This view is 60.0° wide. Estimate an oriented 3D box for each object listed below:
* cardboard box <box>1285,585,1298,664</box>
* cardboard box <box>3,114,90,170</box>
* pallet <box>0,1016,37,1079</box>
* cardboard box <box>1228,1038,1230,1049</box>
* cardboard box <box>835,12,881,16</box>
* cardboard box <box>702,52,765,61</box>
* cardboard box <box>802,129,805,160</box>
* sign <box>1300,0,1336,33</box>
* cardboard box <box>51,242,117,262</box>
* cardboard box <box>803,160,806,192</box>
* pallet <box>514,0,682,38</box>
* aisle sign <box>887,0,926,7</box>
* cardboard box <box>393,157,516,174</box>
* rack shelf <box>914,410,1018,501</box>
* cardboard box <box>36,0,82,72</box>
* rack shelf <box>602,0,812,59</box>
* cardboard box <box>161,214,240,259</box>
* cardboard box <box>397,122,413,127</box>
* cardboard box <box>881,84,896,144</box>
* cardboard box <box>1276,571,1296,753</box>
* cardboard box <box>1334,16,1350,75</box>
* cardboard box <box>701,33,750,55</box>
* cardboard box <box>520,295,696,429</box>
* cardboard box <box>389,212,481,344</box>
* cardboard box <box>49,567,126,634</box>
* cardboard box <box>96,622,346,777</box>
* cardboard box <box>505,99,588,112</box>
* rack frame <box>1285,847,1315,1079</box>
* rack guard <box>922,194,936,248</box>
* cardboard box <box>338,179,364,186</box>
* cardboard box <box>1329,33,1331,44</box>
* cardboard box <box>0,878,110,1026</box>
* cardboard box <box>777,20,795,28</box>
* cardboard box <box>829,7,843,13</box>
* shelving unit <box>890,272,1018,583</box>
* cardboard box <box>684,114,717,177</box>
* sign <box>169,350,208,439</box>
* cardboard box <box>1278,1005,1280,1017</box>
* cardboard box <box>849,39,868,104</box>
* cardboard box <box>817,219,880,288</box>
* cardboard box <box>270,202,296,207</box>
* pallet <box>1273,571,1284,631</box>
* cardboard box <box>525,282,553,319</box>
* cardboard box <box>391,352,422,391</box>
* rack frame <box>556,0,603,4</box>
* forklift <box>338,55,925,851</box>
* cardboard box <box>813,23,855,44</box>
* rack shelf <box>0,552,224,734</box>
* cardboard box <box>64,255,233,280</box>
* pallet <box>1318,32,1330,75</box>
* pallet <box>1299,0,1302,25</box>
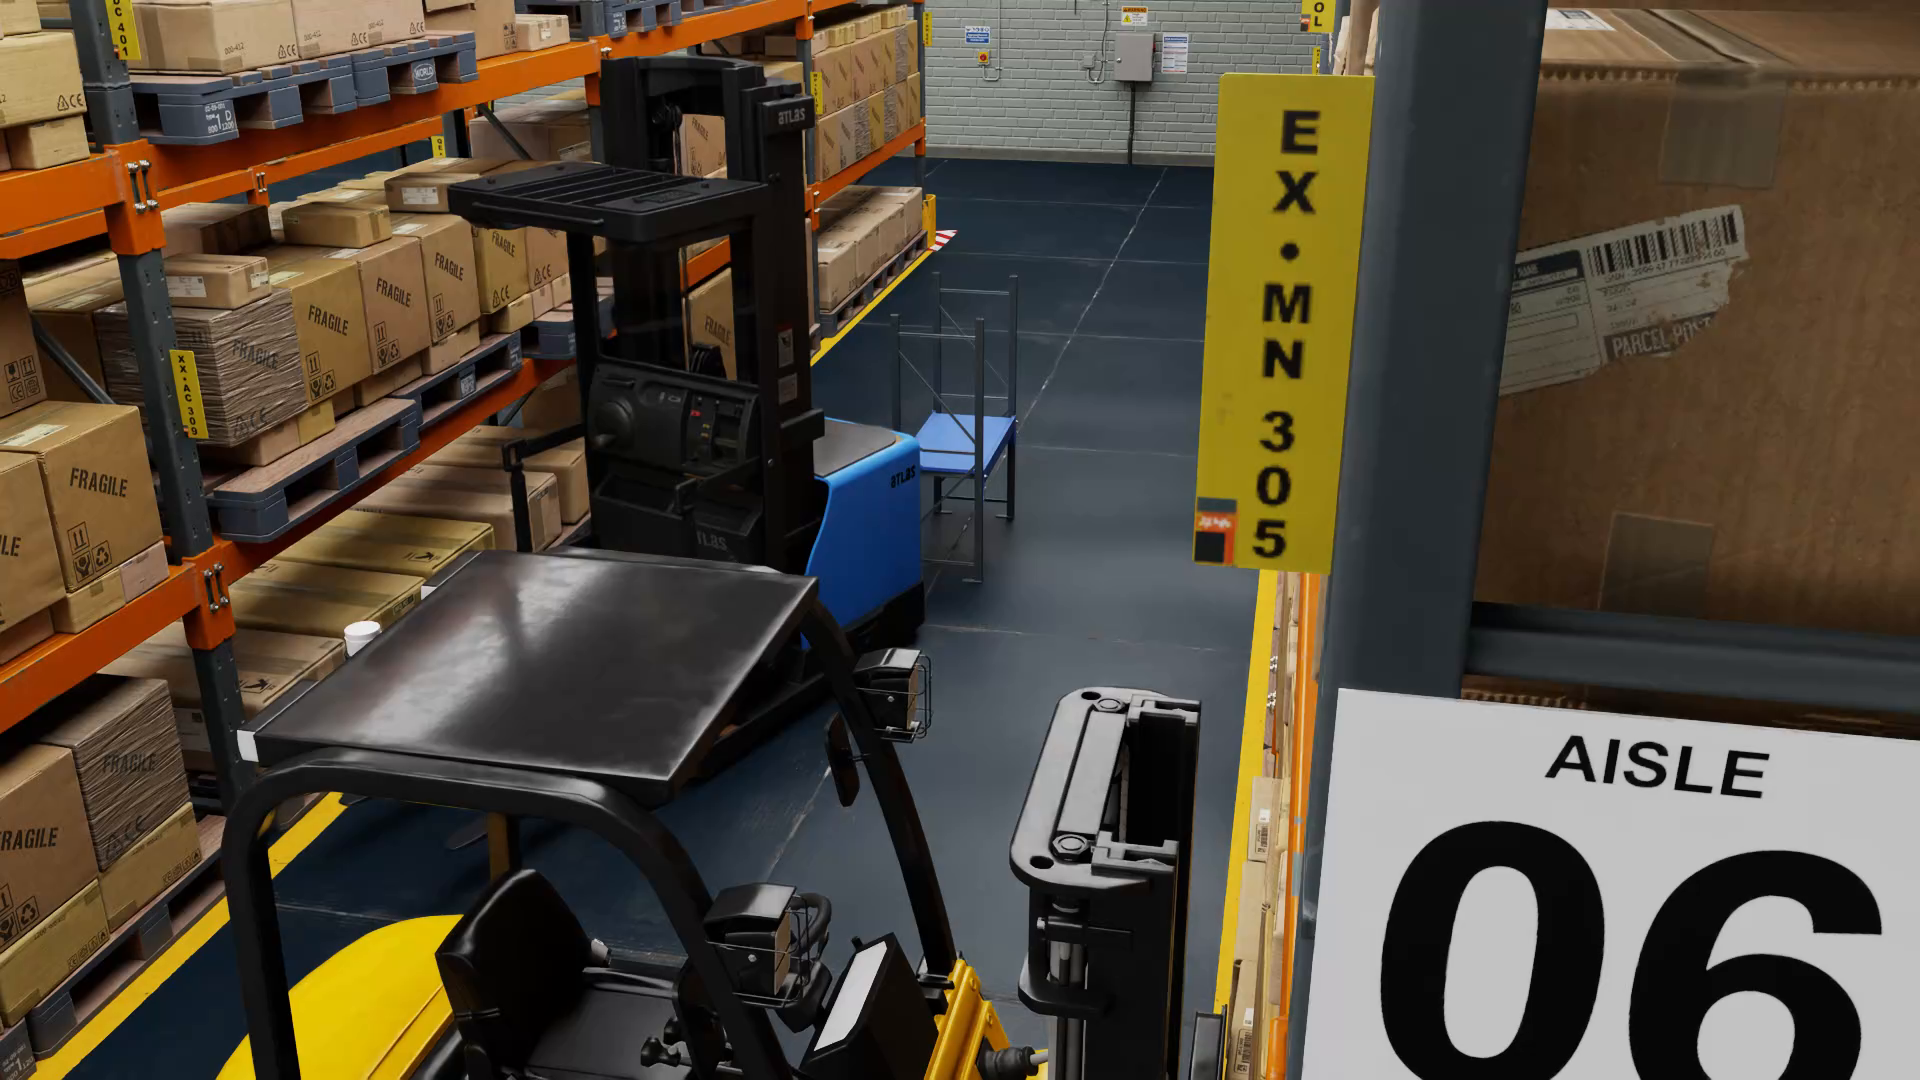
[{"bbox_3d":[1.030,0.243,4.232,0.380,0.149,0.250,5,22,12],"label":"cardboard box"},{"bbox_3d":[-3.073,-1.296,5.377,0.380,0.149,0.250,5,22,11],"label":"cardboard box"},{"bbox_3d":[-3.656,1.830,5.028,1.003,0.211,1.213,4,22,11],"label":"pallet"},{"bbox_3d":[0.937,1.587,4.348,0.500,0.250,0.500,4,22,10],"label":"cardboard box"},{"bbox_3d":[-0.949,-4.838,15.511,0.380,0.149,0.250,4,22,10],"label":"cardboard box"},{"bbox_3d":[-1.849,-3.789,13.775,0.500,0.500,0.500,4,22,10],"label":"cardboard box"},{"bbox_3d":[-1.527,-3.068,12.988,0.500,0.250,0.500,4,22,11],"label":"cardboard box"},{"bbox_3d":[1.020,-1.598,4.677,0.100,0.325,0.005,4,22,11],"label":"sign"},{"bbox_3d":[-6.658,-2.136,12.922,0.500,0.250,0.500,3,22,9],"label":"cardboard box"},{"bbox_3d":[-1.519,-2.833,13.072,0.500,0.250,0.500,4,22,10],"label":"cardboard box"},{"bbox_3d":[-2.411,-3.166,9.937,1.213,0.211,1.003,6,23,13],"label":"pallet"},{"bbox_3d":[-0.540,-5.757,16.653,0.394,0.787,0.004,4,22,11],"label":"aisle sign"},{"bbox_3d":[-2.809,-1.855,9.350,0.500,0.500,0.500,4,22,9],"label":"cardboard box"},{"bbox_3d":[-0.017,-0.498,9.563,0.538,0.185,1.000,4,22,11],"label":"rack shelf"},{"bbox_3d":[-3.330,-1.901,6.182,0.500,0.250,0.500,4,22,10],"label":"cardboard box"},{"bbox_3d":[-2.083,-3.412,11.257,1.077,0.370,4.000,4,22,11],"label":"rack shelf"},{"bbox_3d":[-3.306,-1.279,7.051,0.380,0.149,0.250,4,22,9],"label":"cardboard box"},{"bbox_3d":[-5.751,-4.261,16.755,0.380,0.149,0.250,3,22,9],"label":"cardboard box"},{"bbox_3d":[-0.910,-4.027,15.703,0.500,0.500,0.500,5,22,12],"label":"cardboard box"},{"bbox_3d":[1.207,0.313,4.926,0.500,0.500,0.500,4,22,9],"label":"cardboard box"},{"bbox_3d":[1.145,-1.088,3.948,0.500,0.311,0.500,5,22,12],"label":"cardboard box"},{"bbox_3d":[-1.923,-4.033,13.513,0.380,0.149,0.250,4,22,10],"label":"cardboard box"},{"bbox_3d":[-2.269,-1.078,10.797,0.875,0.875,0.875,4,22,10],"label":"cardboard box"},{"bbox_3d":[-2.621,-1.240,7.823,0.500,0.500,0.500,4,22,9],"label":"cardboard box"},{"bbox_3d":[-3.118,0.189,5.704,0.380,0.149,0.250,5,22,12],"label":"cardboard box"},{"bbox_3d":[-3.203,0.672,7.124,0.950,0.372,0.625,5,22,12],"label":"cardboard box"},{"bbox_3d":[-2.545,-2.530,10.648,0.500,0.500,0.500,5,22,12],"label":"cardboard box"},{"bbox_3d":[0.737,1.680,1.666,1.000,3.000,0.127,4,22,11],"label":"rack frame"},{"bbox_3d":[-0.854,-3.398,17.620,1.175,0.500,0.348,4,22,11],"label":"rack guard"},{"bbox_3d":[-6.280,-3.679,17.431,0.380,0.149,0.250,4,22,11],"label":"cardboard box"},{"bbox_3d":[1.619,-1.938,6.058,0.500,0.311,0.500,4,22,9],"label":"cardboard box"},{"bbox_3d":[-3.263,1.353,5.597,0.500,0.250,0.500,4,22,9],"label":"cardboard box"},{"bbox_3d":[-1.601,-4.496,14.662,0.380,0.149,0.250,4,22,10],"label":"cardboard box"},{"bbox_3d":[-1.351,-5.063,16.069,0.380,0.149,0.250,5,23,13],"label":"cardboard box"},{"bbox_3d":[-0.017,-0.665,9.496,0.538,1.500,1.048,4,22,11],"label":"shelving unit"},{"bbox_3d":[-1.938,-2.665,10.982,0.500,0.500,0.500,5,22,12],"label":"cardboard box"},{"bbox_3d":[-2.774,-0.523,5.977,0.100,0.325,0.005,4,22,11],"label":"sign"},{"bbox_3d":[0.739,0.808,2.830,0.380,0.149,0.250,4,22,9],"label":"cardboard box"},{"bbox_3d":[-1.116,-4.122,14.601,0.500,0.500,0.500,5,22,12],"label":"cardboard box"},{"bbox_3d":[-1.259,-2.641,15.262,0.875,0.438,0.875,4,22,9],"label":"cardboard box"},{"bbox_3d":[-6.529,-3.207,16.258,0.380,0.149,0.250,4,22,9],"label":"cardboard box"},{"bbox_3d":[2.163,0.346,8.712,1.003,0.211,1.213,4,22,11],"label":"pallet"},{"bbox_3d":[-2.378,-1.272,8.772,0.380,0.149,0.250,3,22,8],"label":"cardboard box"},{"bbox_3d":[-2.697,-0.797,7.592,0.380,0.149,0.250,5,22,11],"label":"cardboard box"},{"bbox_3d":[-2.491,-4.405,8.746,1.000,3.000,0.127,4,22,11],"label":"rack frame"},{"bbox_3d":[-1.399,-0.516,7.212,1.130,2.935,3.031,13,26,30],"label":"forklift"},{"bbox_3d":[-1.116,-4.365,14.336,0.380,0.149,0.250,4,22,9],"label":"cardboard box"},{"bbox_3d":[-3.715,0.906,4.553,1.077,0.370,4.000,4,22,11],"label":"rack shelf"},{"bbox_3d":[-3.338,-0.907,6.995,0.500,0.500,0.500,5,22,11],"label":"cardboard box"},{"bbox_3d":[2.318,-2.294,7.773,1.213,0.211,1.003,6,23,13],"label":"pallet"},{"bbox_3d":[2.775,-3.400,10.517,1.213,0.211,1.003,4,22,11],"label":"pallet"}]
